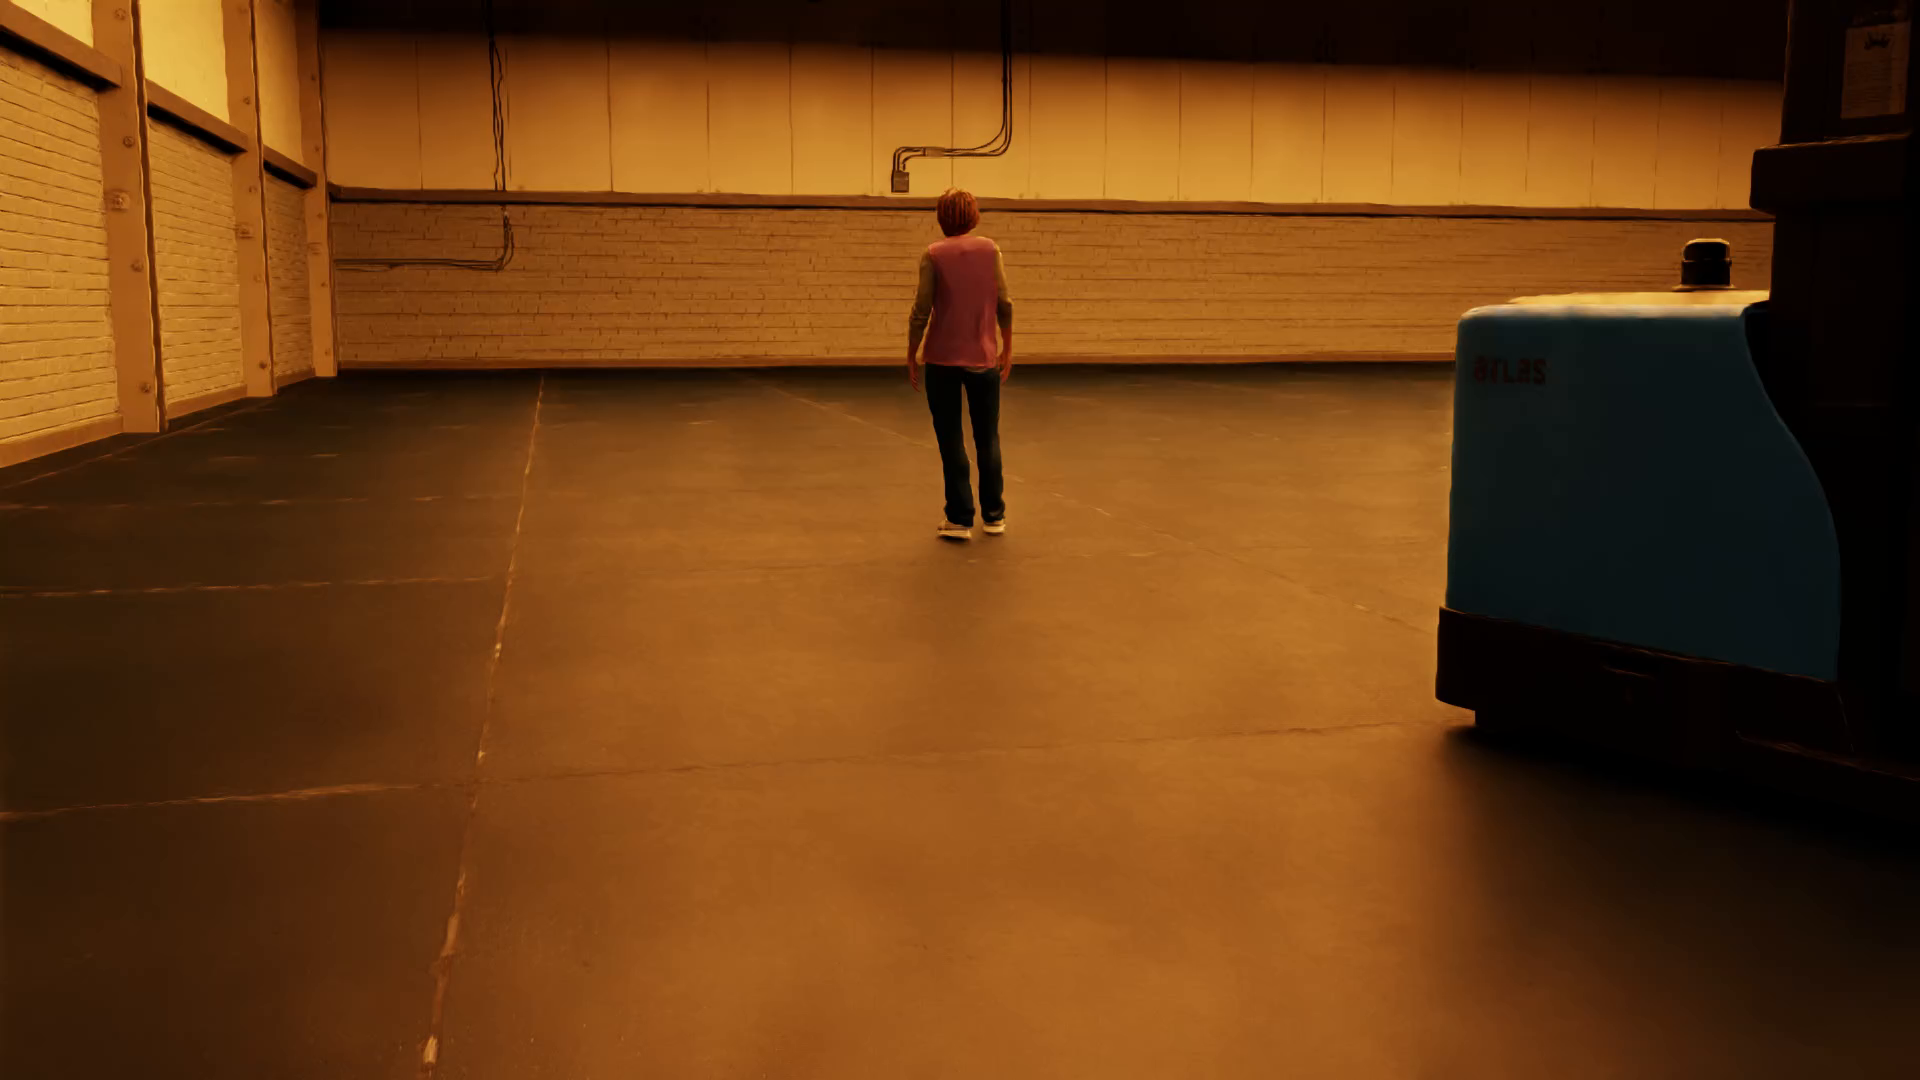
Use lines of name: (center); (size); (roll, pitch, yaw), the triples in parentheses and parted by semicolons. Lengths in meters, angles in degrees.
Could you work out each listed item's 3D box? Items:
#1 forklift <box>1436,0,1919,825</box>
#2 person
forklift: (2.458, -0.841, 3.143); (1.130, 2.935, 3.031); (-5, 10, -33)
person: (-0.004, -0.798, 7.672); (0.520, 1.576, 0.474); (-2, 8, -13)
